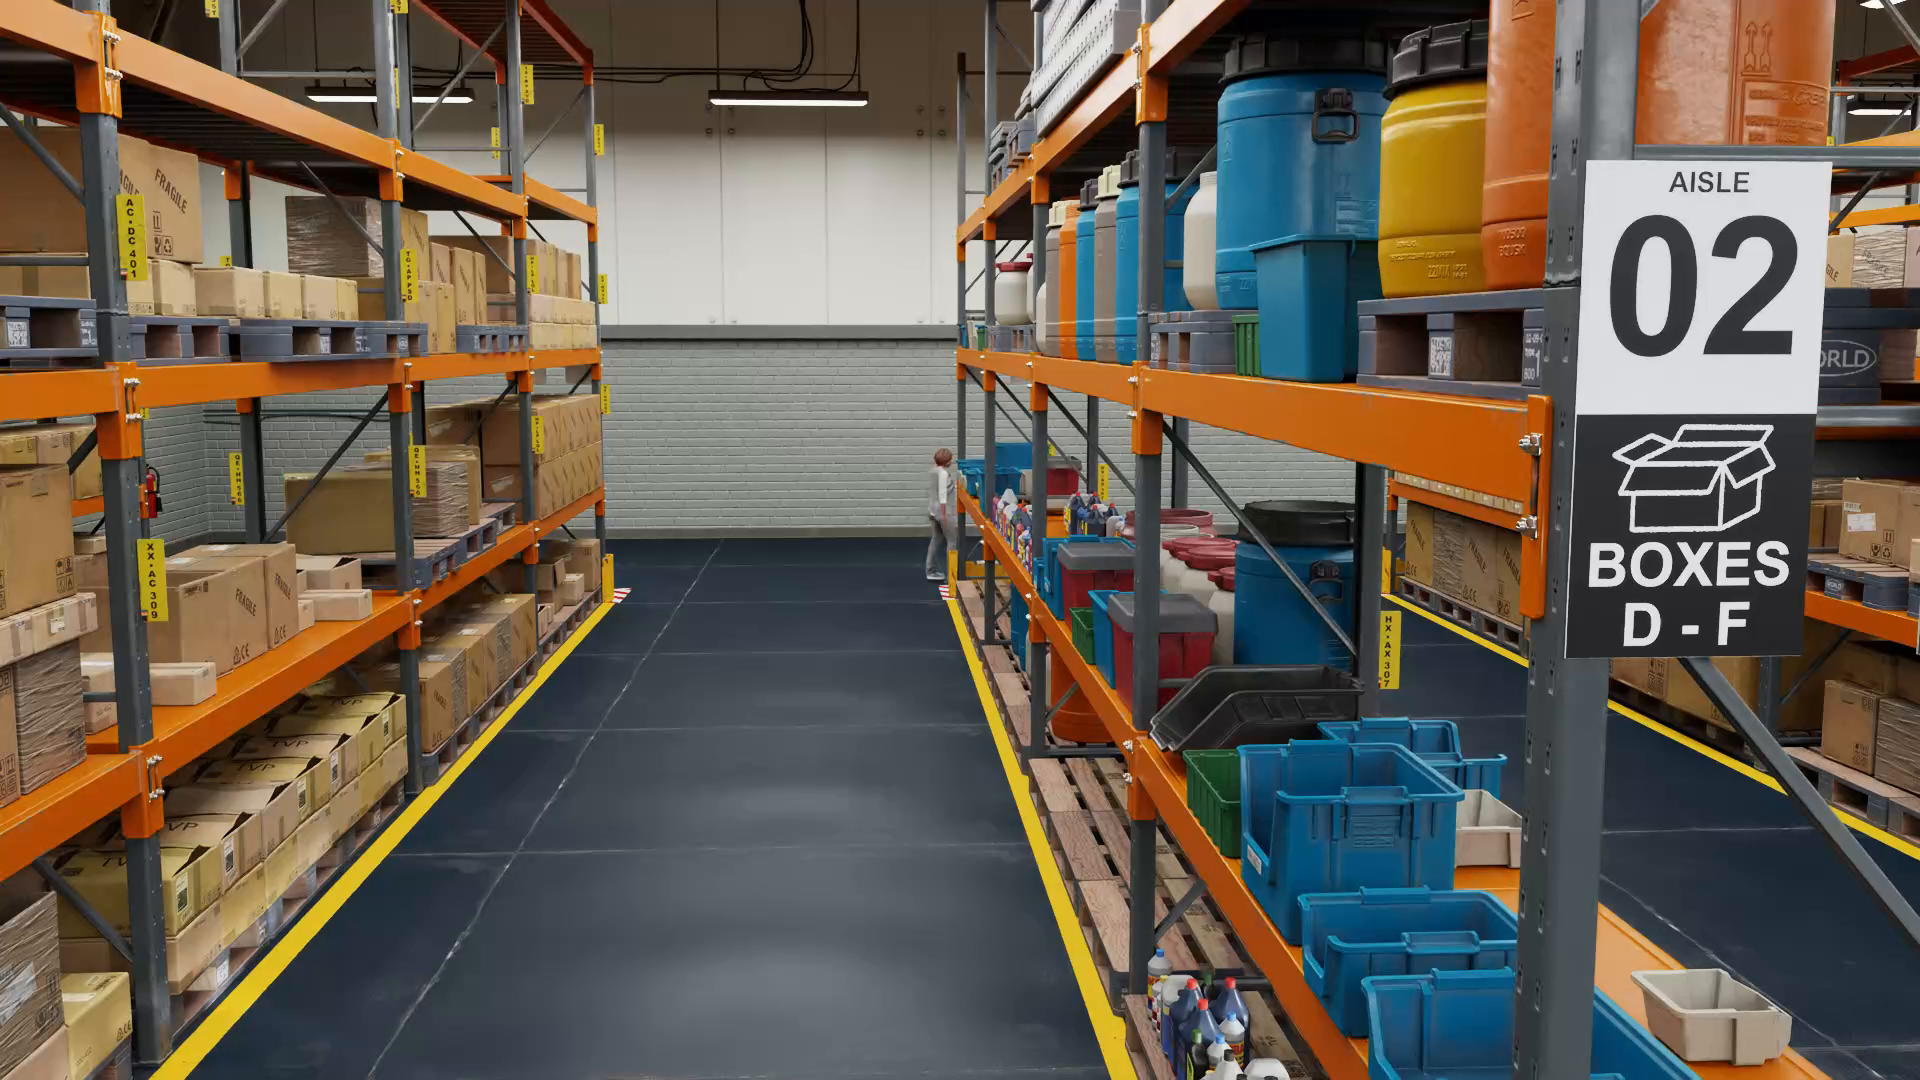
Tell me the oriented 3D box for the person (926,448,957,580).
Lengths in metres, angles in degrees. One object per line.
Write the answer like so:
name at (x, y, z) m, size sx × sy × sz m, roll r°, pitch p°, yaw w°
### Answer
person at (-0.137, -0.310, 19.981) m, size 0.577 × 1.593 × 0.457 m, roll -3°, pitch 8°, yaw -24°
